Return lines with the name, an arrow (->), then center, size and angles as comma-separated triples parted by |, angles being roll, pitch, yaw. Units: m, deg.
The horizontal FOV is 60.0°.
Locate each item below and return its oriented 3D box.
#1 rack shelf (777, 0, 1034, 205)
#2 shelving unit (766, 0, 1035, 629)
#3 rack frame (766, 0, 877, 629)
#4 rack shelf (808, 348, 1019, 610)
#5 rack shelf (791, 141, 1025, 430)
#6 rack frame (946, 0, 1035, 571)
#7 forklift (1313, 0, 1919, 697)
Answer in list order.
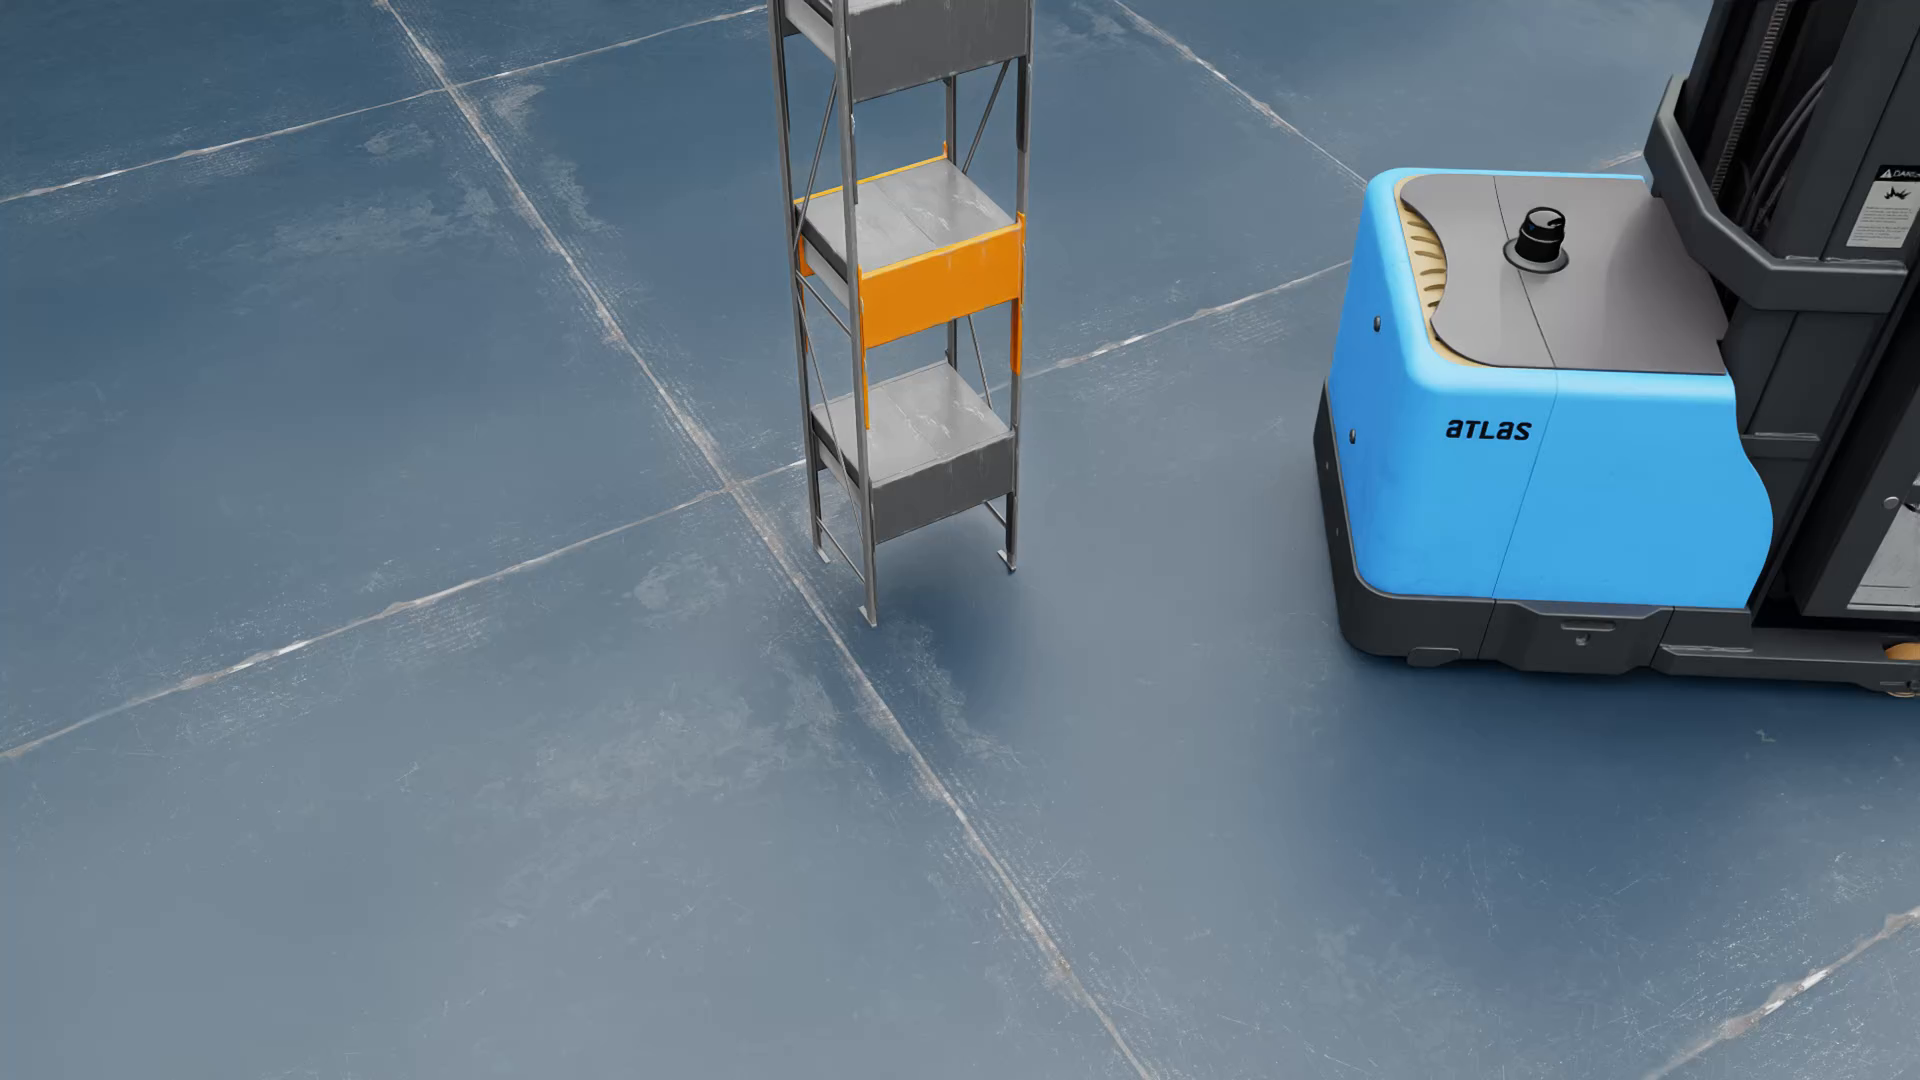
rack shelf -> -0.144, -1.189, 3.982 | 0.480, 0.518, 0.431 | -22, 48, -21
shelving unit -> -0.144, -0.696, 4.460 | 0.503, 2.100, 0.431 | -22, 48, -21
rack frame -> -0.355, -0.611, 4.372 | 0.015, 2.100, 0.400 | -22, 48, -21
rack shelf -> -0.144, -0.184, 4.957 | 0.480, 0.518, 0.431 | -22, 48, -21
rack shelf -> -0.144, -0.686, 4.469 | 0.480, 0.518, 0.431 | -22, 48, -21
rack frame -> 0.068, -0.781, 4.547 | 0.015, 2.100, 0.400 | -22, 48, -21
forklift -> 2.653, -0.976, 4.151 | 3.031, 2.935, 1.130 | 2, 44, 2
